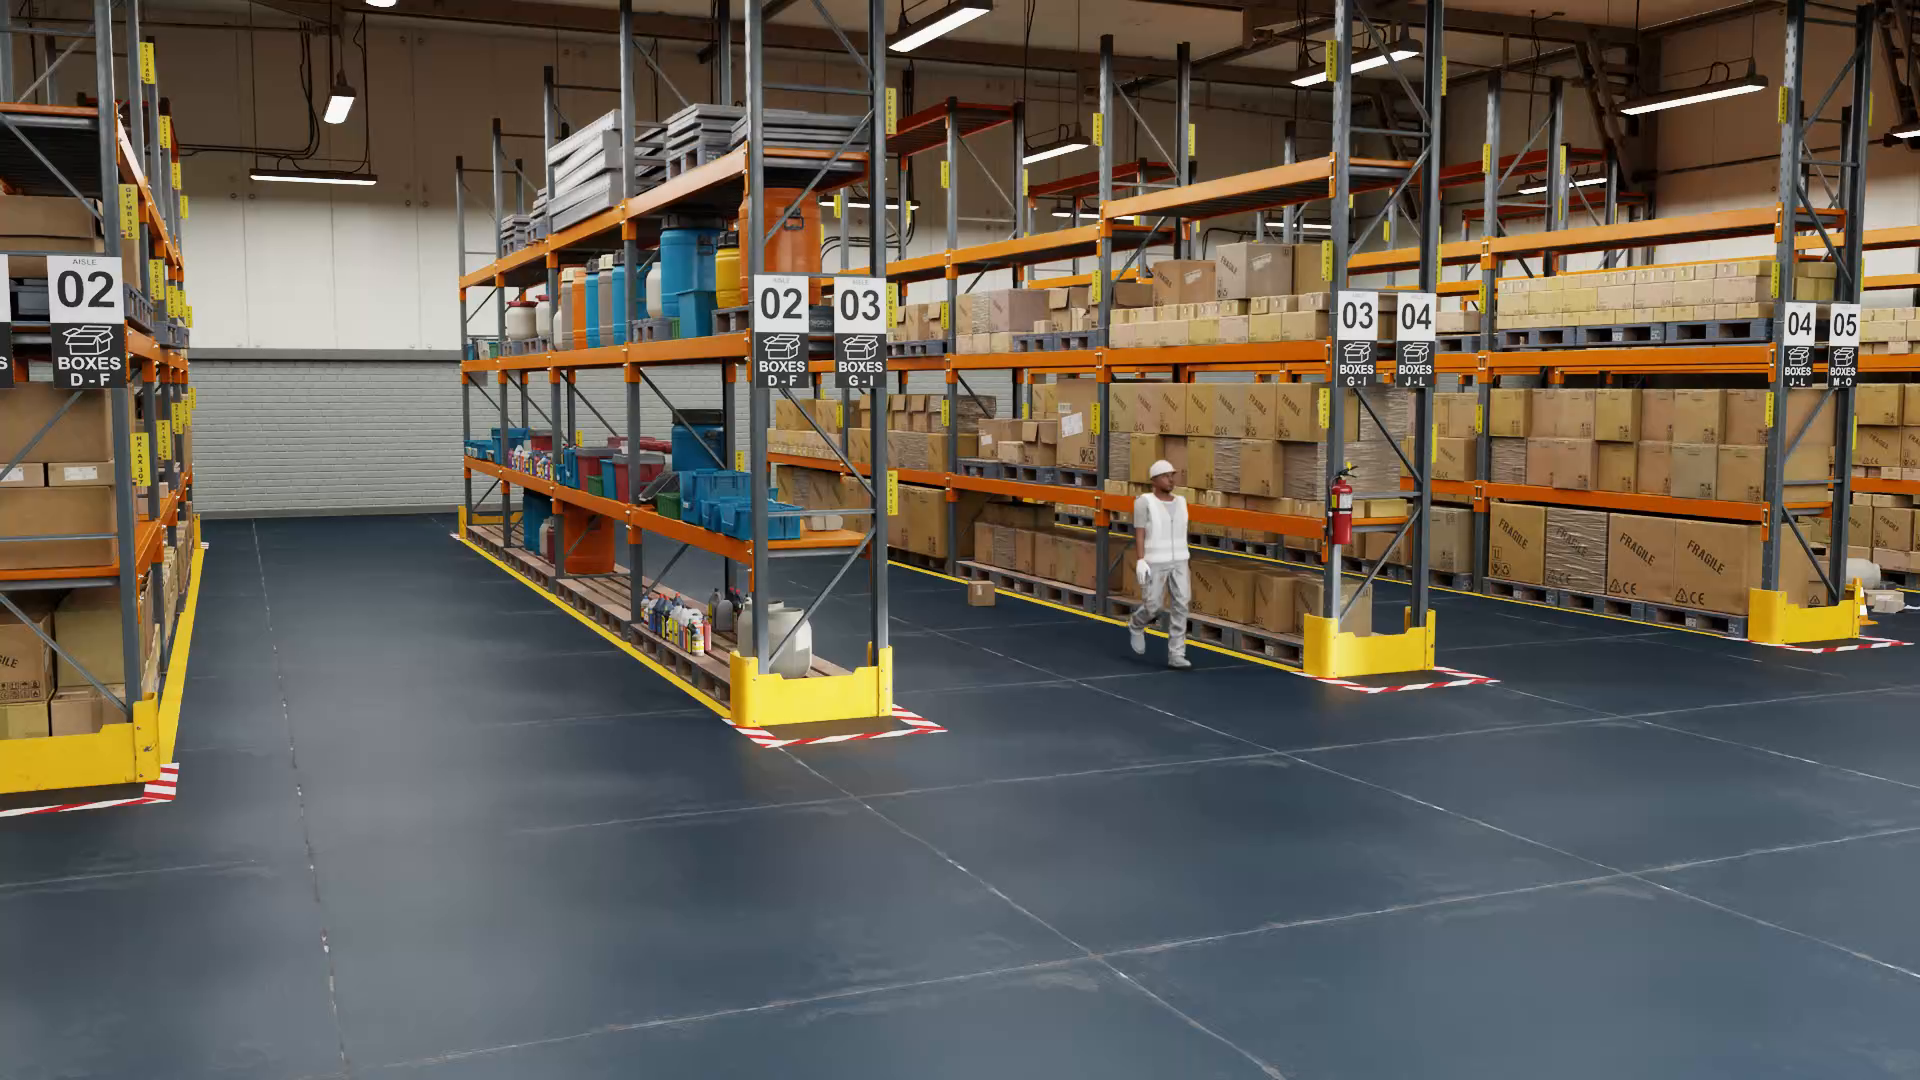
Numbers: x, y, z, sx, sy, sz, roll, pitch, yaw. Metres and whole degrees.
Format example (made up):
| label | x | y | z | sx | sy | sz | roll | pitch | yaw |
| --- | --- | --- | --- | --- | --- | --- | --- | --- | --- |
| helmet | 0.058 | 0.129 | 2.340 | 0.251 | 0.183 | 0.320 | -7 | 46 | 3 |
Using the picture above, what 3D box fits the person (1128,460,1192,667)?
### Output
| label | x | y | z | sx | sy | sz | roll | pitch | yaw |
| --- | --- | --- | --- | --- | --- | --- | --- | --- | --- |
| person | 1.745 | 0.194 | 14.361 | 0.552 | 1.765 | 0.747 | -2 | 6 | -19 |
